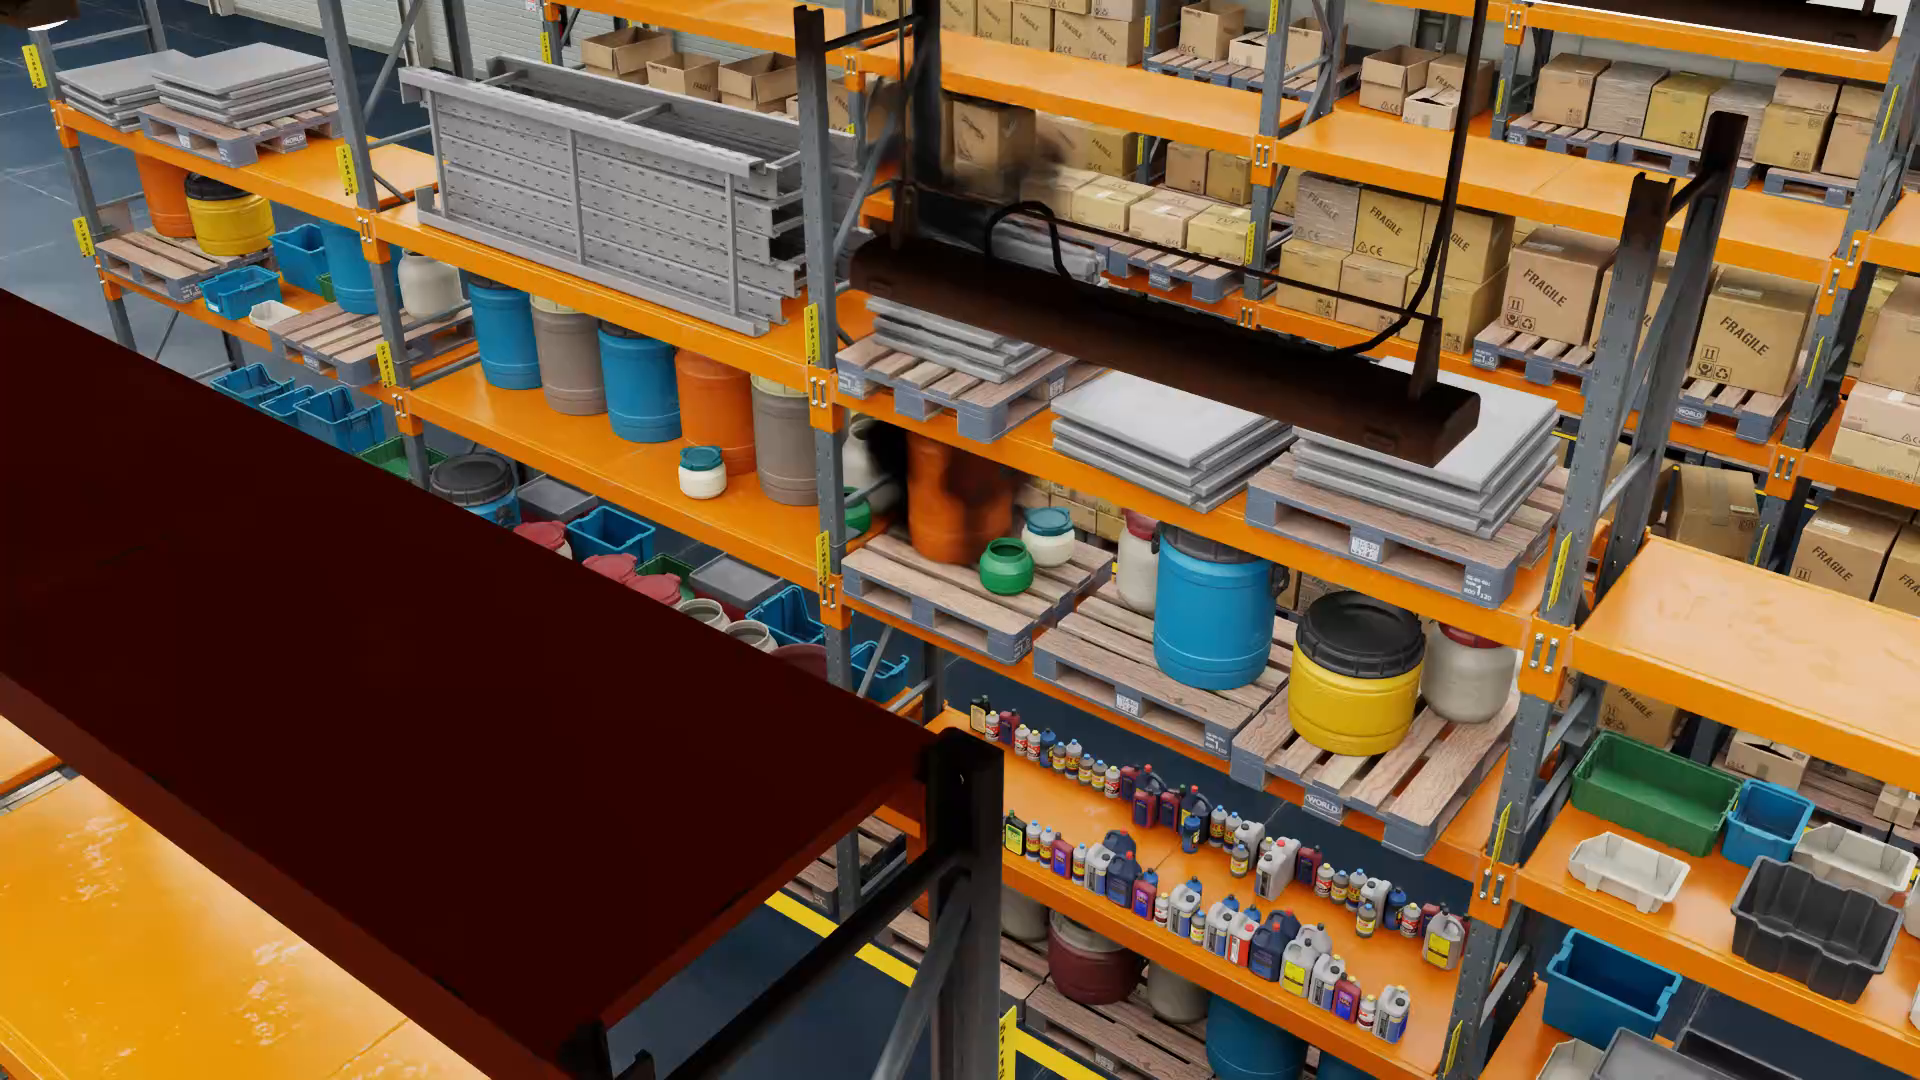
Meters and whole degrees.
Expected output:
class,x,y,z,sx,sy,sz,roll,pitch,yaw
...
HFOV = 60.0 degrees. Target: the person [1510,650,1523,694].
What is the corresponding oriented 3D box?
class,x,y,z,sx,sy,sz,roll,pitch,yaw
person,3.453,1.417,11.253,0.604,1.750,0.640,16,35,24
